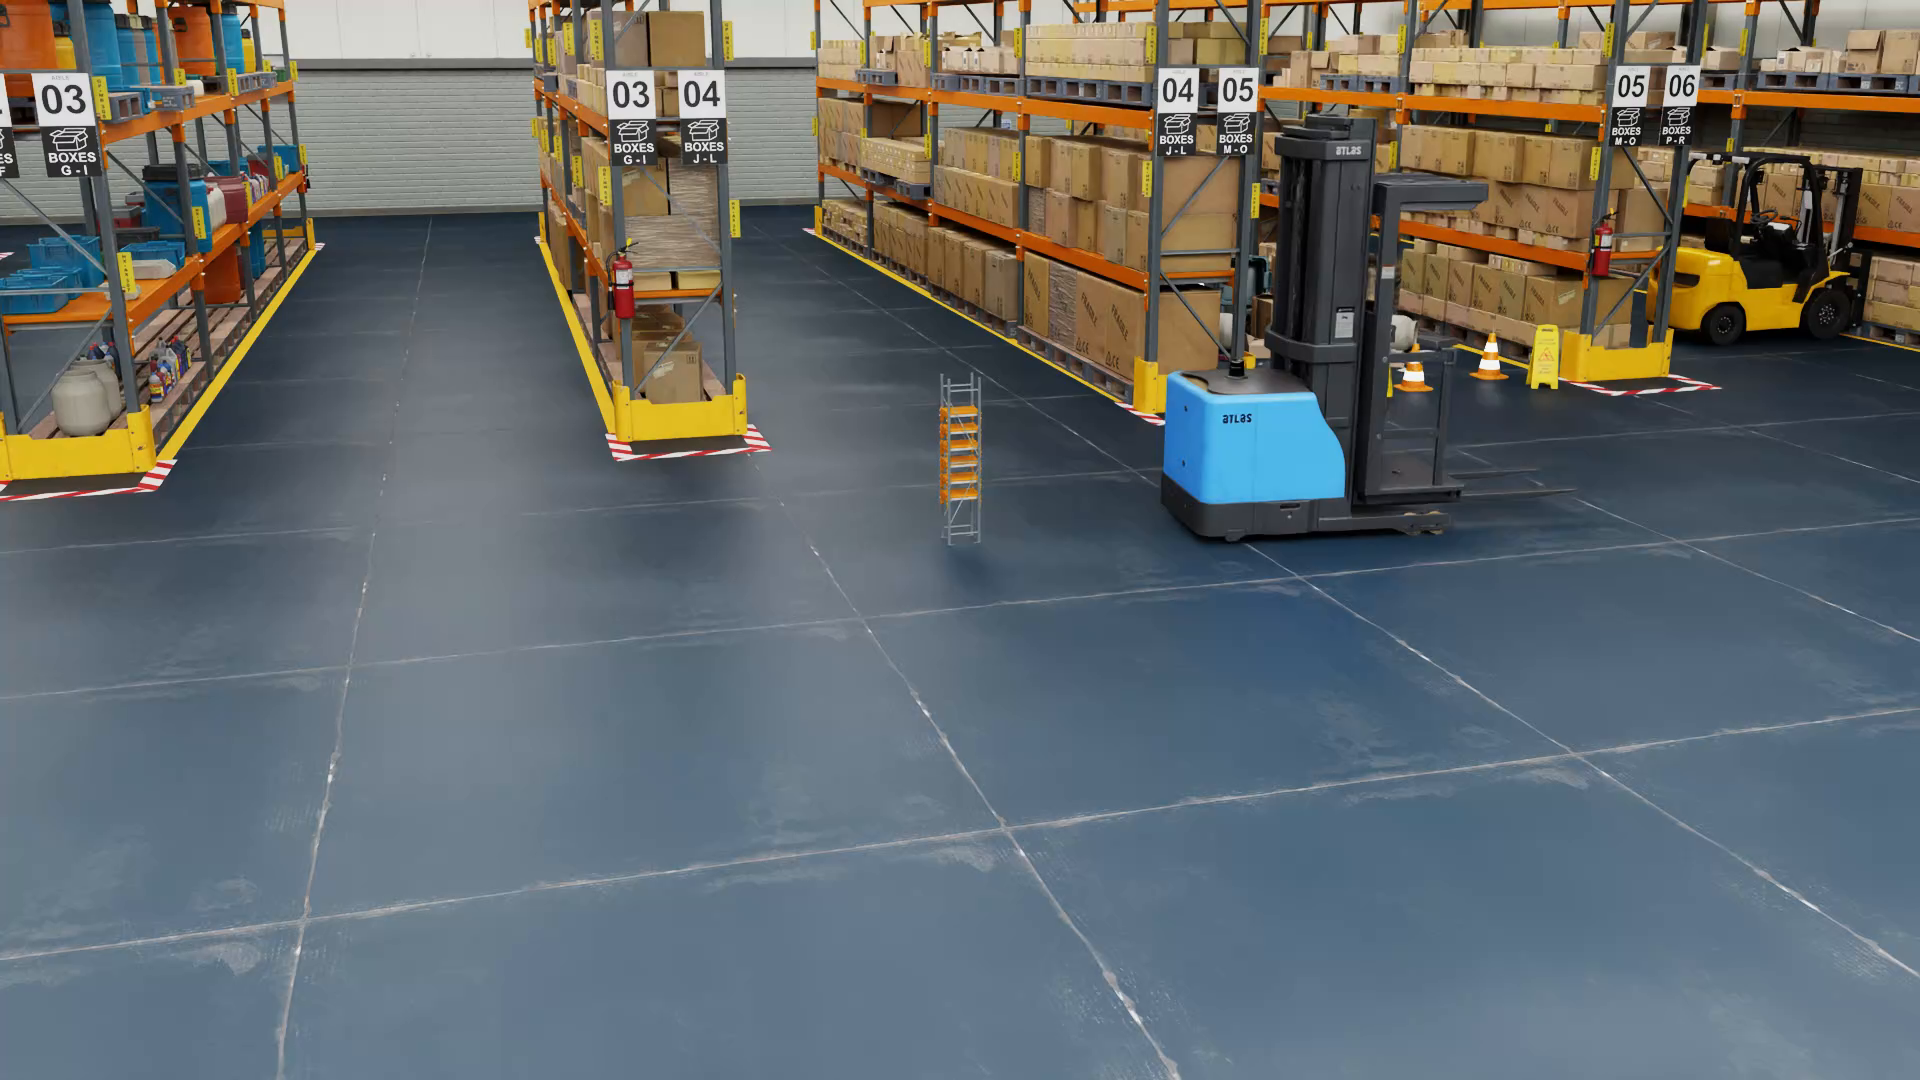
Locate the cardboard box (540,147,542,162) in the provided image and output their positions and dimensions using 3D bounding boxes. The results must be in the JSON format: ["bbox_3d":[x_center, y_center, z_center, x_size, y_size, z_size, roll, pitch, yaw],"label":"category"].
[{"bbox_3d":[-6.893,-6.582,28.392,0.500,0.250,0.500,-5,17,-16],"label":"cardboard box"}]

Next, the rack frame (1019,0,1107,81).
[{"bbox_3d":[1.180,-6.726,18.703,1.000,3.000,0.127,-5,17,-15],"label":"rack frame"}]

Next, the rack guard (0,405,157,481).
[{"bbox_3d":[-7.346,-0.811,13.784,1.175,0.500,0.348,-5,17,-15],"label":"rack guard"}]

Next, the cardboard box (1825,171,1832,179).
[{"bbox_3d":[10.842,-4.559,20.615,0.380,0.149,0.250,-5,18,-17],"label":"cardboard box"}]

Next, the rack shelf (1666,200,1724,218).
[{"bbox_3d":[10.133,-4.875,24.217,1.077,0.370,4.000,-5,17,-15],"label":"rack shelf"}]

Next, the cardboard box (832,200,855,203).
[{"bbox_3d":[-2.110,-6.055,30.086,0.380,0.149,0.250,-4,17,-14],"label":"cardboard box"}]

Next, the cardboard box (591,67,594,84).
[{"bbox_3d":[-3.245,-4.351,15.576,0.380,0.149,0.250,-6,18,-18],"label":"cardboard box"}]

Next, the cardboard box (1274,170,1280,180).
[{"bbox_3d":[4.768,-5.274,24.003,0.380,0.149,0.250,-6,18,-19],"label":"cardboard box"}]

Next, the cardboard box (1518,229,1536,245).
[{"bbox_3d":[6.376,-3.335,18.277,0.380,0.149,0.250,-4,17,-14],"label":"cardboard box"}]

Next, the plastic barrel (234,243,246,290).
[{"bbox_3d":[-9.940,-3.696,22.506,0.600,0.588,0.708,-5,17,-15],"label":"plastic barrel"}]

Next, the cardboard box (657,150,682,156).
[{"bbox_3d":[-2.538,-3.364,15.509,0.500,0.500,0.500,-5,17,-15],"label":"cardboard box"}]

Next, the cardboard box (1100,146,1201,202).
[{"bbox_3d":[1.951,-3.752,17.091,0.875,0.550,0.550,-5,17,-15],"label":"cardboard box"}]

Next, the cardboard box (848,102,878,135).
[{"bbox_3d":[-1.555,-6.987,27.568,0.500,0.500,0.500,-5,18,-17],"label":"cardboard box"}]

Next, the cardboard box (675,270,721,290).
[{"bbox_3d":[-2.367,-2.360,15.031,0.380,0.149,0.250,-5,17,-15],"label":"cardboard box"}]

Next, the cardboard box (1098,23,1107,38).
[{"bbox_3d":[1.582,-5.041,16.453,0.380,0.149,0.250,-5,17,-15],"label":"cardboard box"}]

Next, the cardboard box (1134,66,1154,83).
[{"bbox_3d":[1.862,-4.377,15.629,0.380,0.149,0.250,-5,17,-15],"label":"cardboard box"}]

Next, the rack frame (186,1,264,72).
[{"bbox_3d":[-10.578,-8.184,23.554,1.000,3.000,0.127,-5,17,-15],"label":"rack frame"}]

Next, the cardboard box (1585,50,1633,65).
[{"bbox_3d":[6.634,-4.934,17.002,0.380,0.149,0.250,-5,17,-15],"label":"cardboard box"}]

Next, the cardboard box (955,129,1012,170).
[{"bbox_3d":[0.334,-5.222,22.210,0.700,0.500,0.500,-5,17,-16],"label":"cardboard box"}]

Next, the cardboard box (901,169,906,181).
[{"bbox_3d":[-0.635,-5.281,24.024,0.380,0.149,0.250,-4,17,-14],"label":"cardboard box"}]

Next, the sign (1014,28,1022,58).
[{"bbox_3d":[0.661,-5.643,18.863,0.100,0.325,0.005,-5,17,-15],"label":"sign"}]

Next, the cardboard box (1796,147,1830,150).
[{"bbox_3d":[11.090,-5.030,21.665,0.380,0.149,0.250,-5,17,-17],"label":"cardboard box"}]

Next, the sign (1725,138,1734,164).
[{"bbox_3d":[10.164,-5.137,21.965,0.100,0.325,0.005,-5,17,-15],"label":"sign"}]

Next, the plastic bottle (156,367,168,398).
[{"bbox_3d":[-7.523,-1.491,15.659,0.061,0.283,0.133,-4,17,-14],"label":"plastic bottle"}]

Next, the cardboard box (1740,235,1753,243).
[{"bbox_3d":[10.514,-3.871,21.935,0.500,0.250,0.500,-5,17,-16],"label":"cardboard box"}]

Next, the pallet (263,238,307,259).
[{"bbox_3d":[-11.488,-4.850,27.731,1.003,0.211,1.213,-5,17,-15],"label":"pallet"}]

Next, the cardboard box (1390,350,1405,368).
[{"bbox_3d":[4.708,-2.003,18.363,0.380,0.149,0.250,4,17,13],"label":"cardboard box"}]

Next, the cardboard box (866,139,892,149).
[{"bbox_3d":[-1.270,-6.210,26.084,0.380,0.149,0.250,-4,17,-14],"label":"cardboard box"}]

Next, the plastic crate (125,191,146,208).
[{"bbox_3d":[-9.329,-3.763,19.155,0.402,0.464,0.583,-5,17,-15],"label":"plastic crate"}]

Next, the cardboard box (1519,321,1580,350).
[{"bbox_3d":[6.523,-2.259,18.309,0.500,0.250,0.500,-5,17,-16],"label":"cardboard box"}]

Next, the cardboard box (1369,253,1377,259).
[{"bbox_3d":[5.371,-3.751,23.063,0.950,0.372,0.625,-4,17,-13],"label":"cardboard box"}]

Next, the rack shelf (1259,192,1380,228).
[{"bbox_3d":[5.362,-4.481,22.907,1.077,0.370,4.000,-5,17,-15],"label":"rack shelf"}]

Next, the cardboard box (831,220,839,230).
[{"bbox_3d":[-2.092,-5.625,29.688,0.380,0.149,0.250,-4,17,-15],"label":"cardboard box"}]

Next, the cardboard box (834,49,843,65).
[{"bbox_3d":[-1.835,-8.210,28.247,0.500,0.250,0.500,-5,18,-17],"label":"cardboard box"}]

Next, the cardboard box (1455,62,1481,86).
[{"bbox_3d":[6.045,-5.355,19.095,0.500,0.250,0.500,-5,17,-15],"label":"cardboard box"}]

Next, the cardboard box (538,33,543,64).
[{"bbox_3d":[-6.682,-8.237,27.868,0.700,0.500,0.500,-5,18,-17],"label":"cardboard box"}]

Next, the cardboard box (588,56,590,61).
[{"bbox_3d":[-3.972,-5.315,18.720,0.396,0.266,0.258,-4,17,-13],"label":"cardboard box"}]

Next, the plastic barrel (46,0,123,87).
[{"bbox_3d":[-8.209,-4.691,15.541,0.600,0.901,0.708,-5,17,-15],"label":"plastic barrel"}]

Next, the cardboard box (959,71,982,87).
[{"bbox_3d":[0.179,-6.623,23.399,0.500,0.500,0.500,-5,17,-15],"label":"cardboard box"}]

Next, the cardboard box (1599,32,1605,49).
[{"bbox_3d":[9.783,-7.155,24.265,0.700,0.500,0.500,-5,17,-16],"label":"cardboard box"}]

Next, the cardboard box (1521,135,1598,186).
[{"bbox_3d":[6.528,-4.100,17.958,0.700,0.500,0.500,-5,17,-15],"label":"cardboard box"}]

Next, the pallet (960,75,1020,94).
[{"bbox_3d":[0.618,-5.823,21.237,1.003,0.211,1.213,-4,17,-13],"label":"pallet"}]

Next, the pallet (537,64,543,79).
[{"bbox_3d":[-6.362,-7.660,27.179,1.003,0.211,1.213,-5,17,-15],"label":"pallet"}]

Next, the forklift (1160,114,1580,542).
[{"bbox_3d":[3.094,-1.581,12.122,3.031,2.935,1.130,-3,17,-10],"label":"forklift"}]

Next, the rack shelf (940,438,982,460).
[{"bbox_3d":[0.004,-0.643,11.744,0.258,0.103,0.180,-5,17,-15],"label":"rack shelf"}]

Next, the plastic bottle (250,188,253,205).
[{"bbox_3d":[-9.668,-4.673,22.512,0.152,0.276,0.135,-5,17,-15],"label":"plastic bottle"}]

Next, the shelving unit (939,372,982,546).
[{"bbox_3d":[0.004,-0.571,11.766,0.258,1.200,0.189,-5,17,-15],"label":"shelving unit"}]

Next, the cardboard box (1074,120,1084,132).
[{"bbox_3d":[2.471,-7.963,31.337,0.500,0.500,0.500,-5,17,-16],"label":"cardboard box"}]

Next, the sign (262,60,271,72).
[{"bbox_3d":[-10.049,-6.794,24.127,0.100,0.325,0.005,-5,17,-15],"label":"sign"}]

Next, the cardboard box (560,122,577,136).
[{"bbox_3d":[-5.455,-5.863,24.340,0.797,0.503,0.637,-5,17,-15],"label":"cardboard box"}]

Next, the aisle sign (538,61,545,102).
[{"bbox_3d":[-7.223,-8.050,29.017,0.394,0.787,0.004,-5,17,-15],"label":"aisle sign"}]

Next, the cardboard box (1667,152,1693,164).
[{"bbox_3d":[10.071,-5.306,23.099,0.380,0.149,0.250,-5,18,-17],"label":"cardboard box"}]

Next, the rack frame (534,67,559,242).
[{"bbox_3d":[-6.915,-6.808,29.404,1.000,3.000,0.127,-5,17,-15],"label":"rack frame"}]
